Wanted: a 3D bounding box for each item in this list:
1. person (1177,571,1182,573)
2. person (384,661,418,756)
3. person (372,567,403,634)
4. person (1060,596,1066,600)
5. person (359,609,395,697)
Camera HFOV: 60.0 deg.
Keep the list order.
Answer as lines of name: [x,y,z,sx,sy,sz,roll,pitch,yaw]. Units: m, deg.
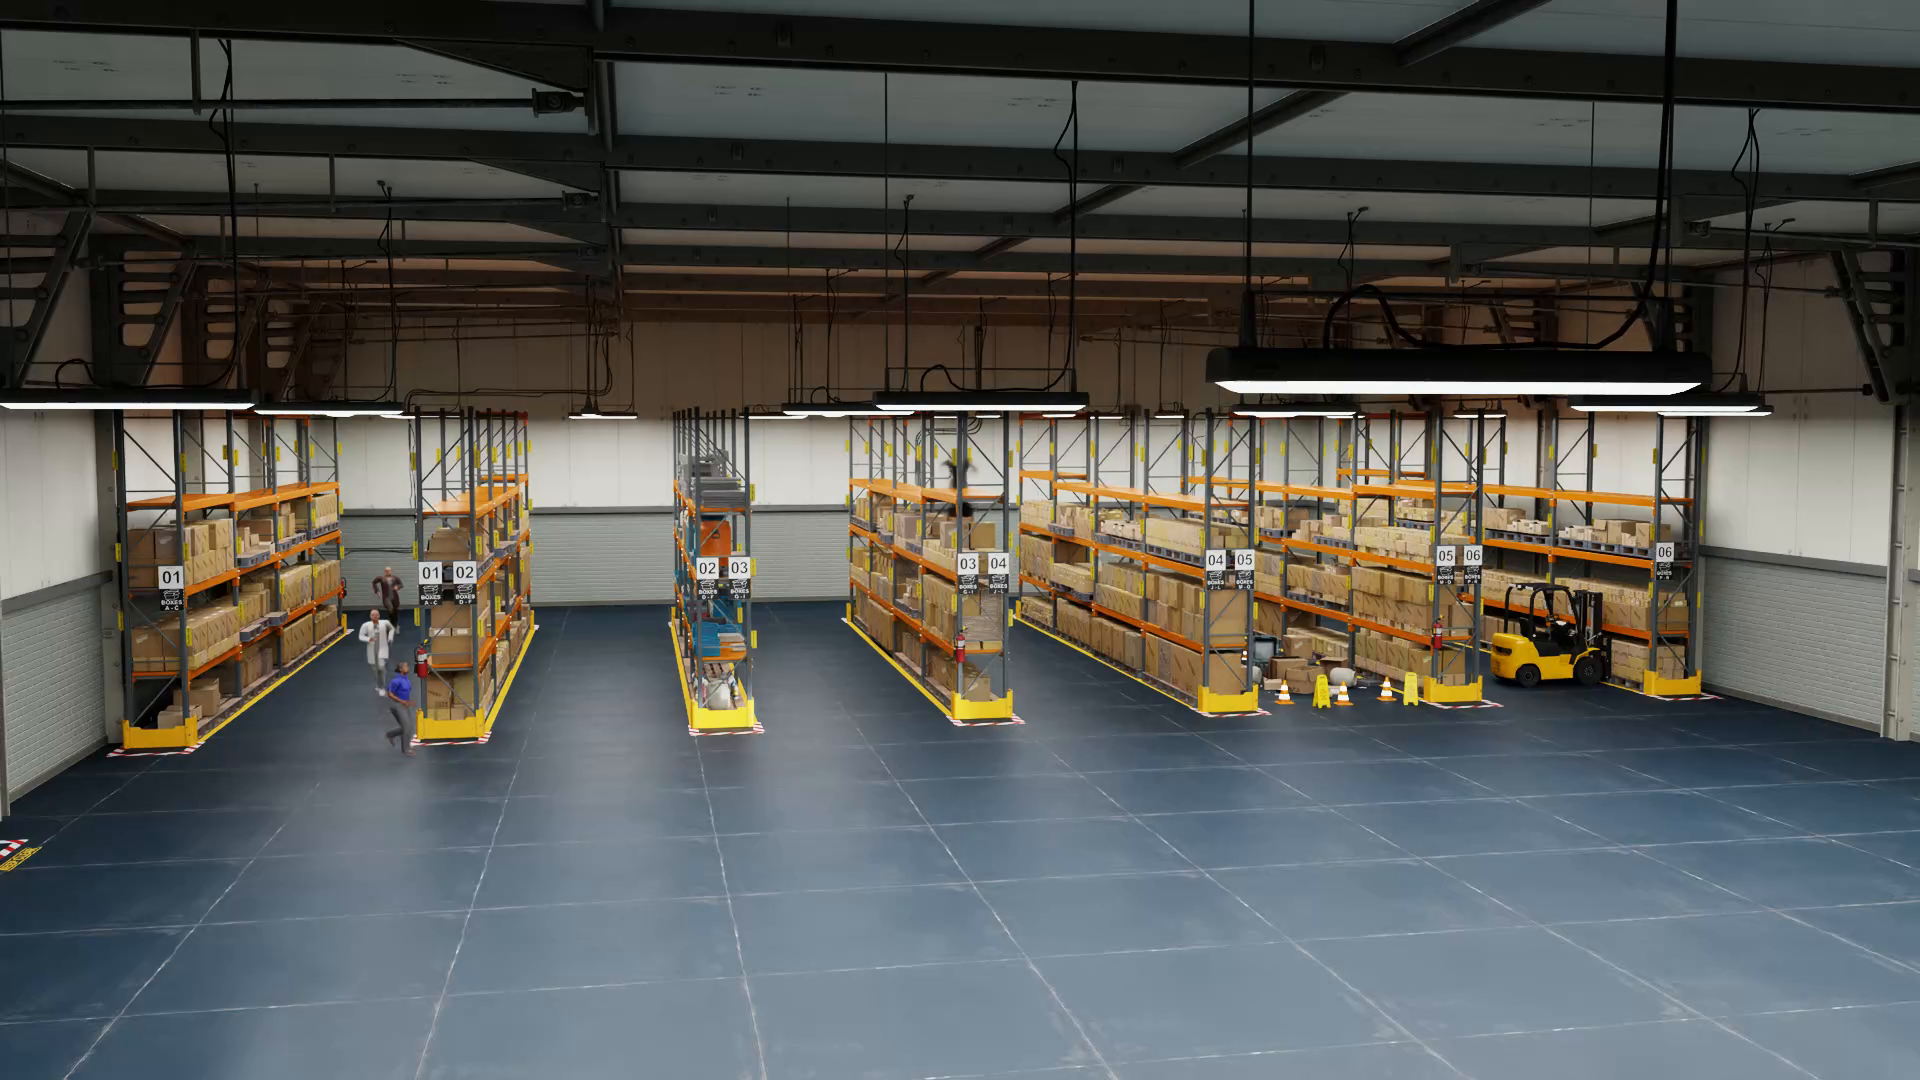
person: [6.021,1.696,44.404,0.648,1.757,0.812,-2,5,-30]
person: [-9.650,2.895,28.560,0.633,1.637,0.581,1,4,8]
person: [-15.500,1.630,45.141,0.754,1.827,0.881,-3,5,-34]
person: [3.300,1.273,50.212,0.850,1.825,0.684,-2,4,-21]
person: [-12.225,2.405,34.858,0.663,1.737,0.797,-1,4,-11]
